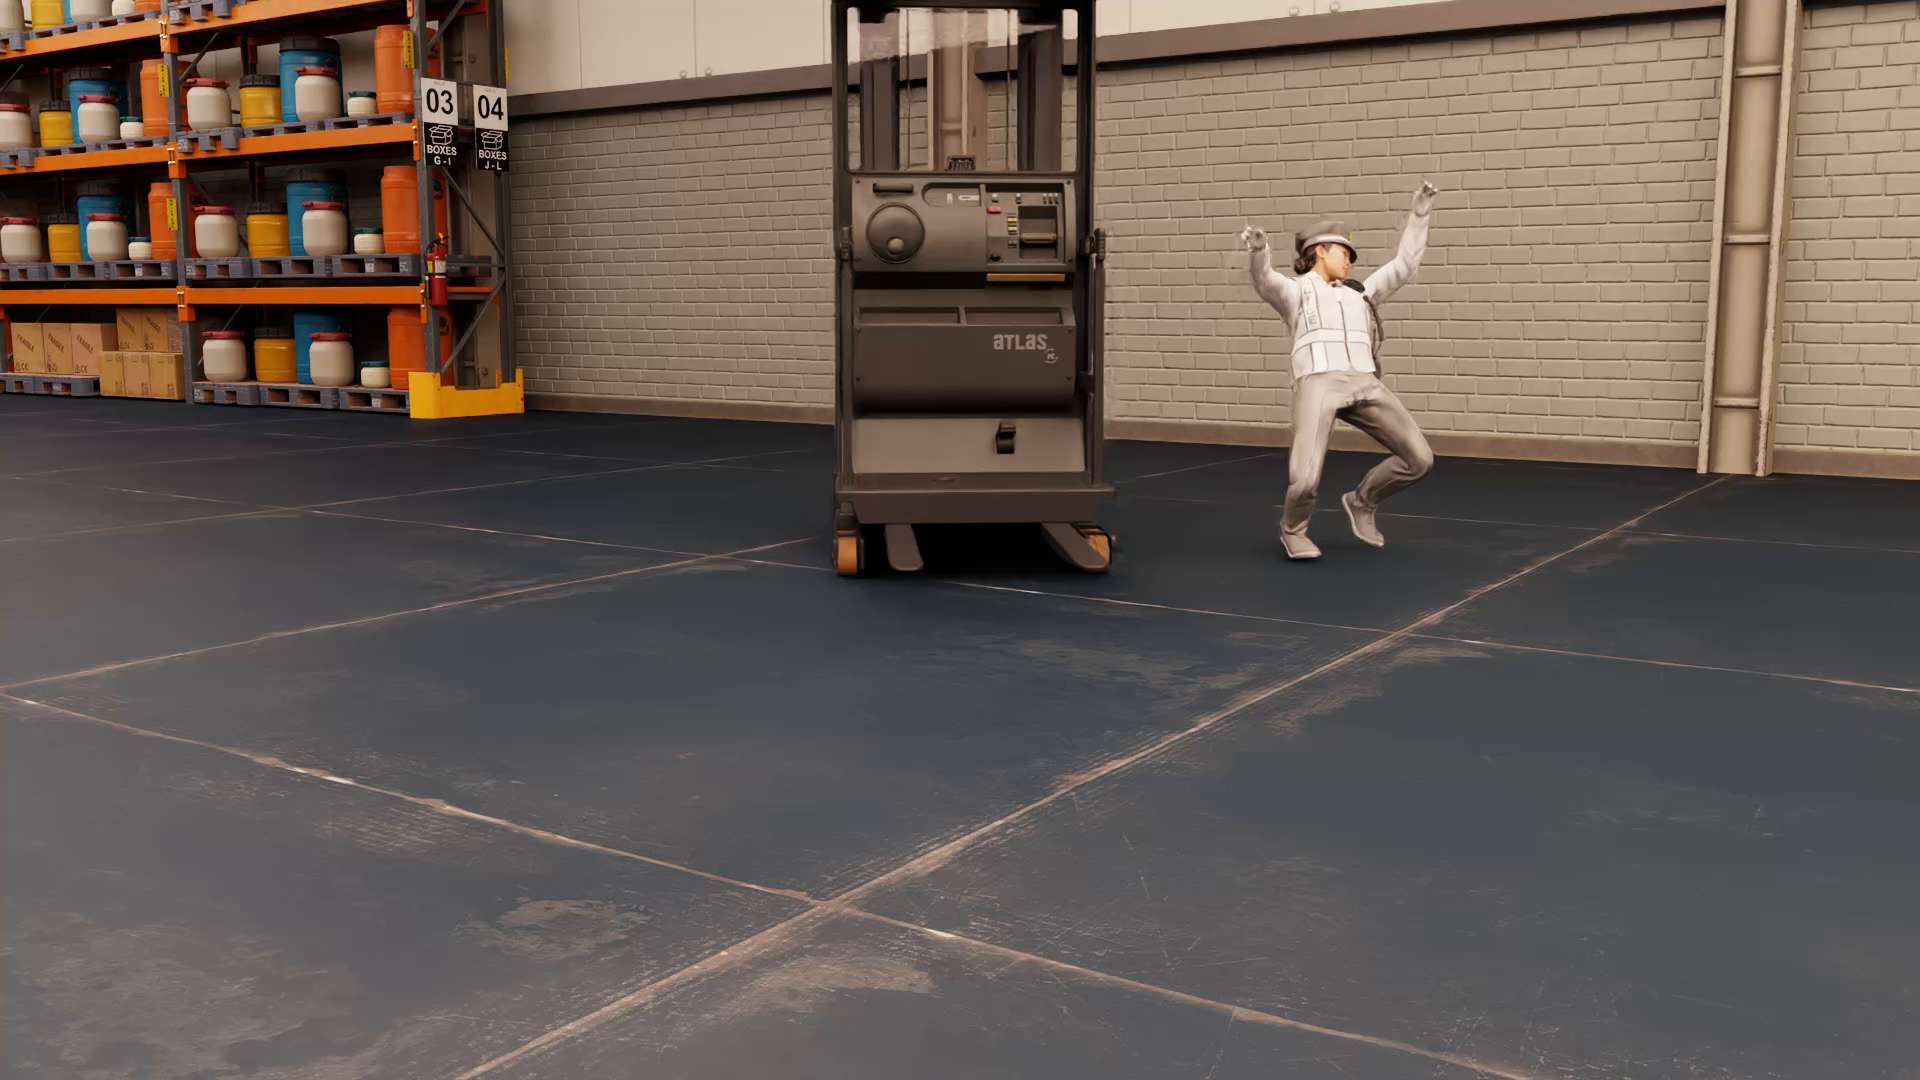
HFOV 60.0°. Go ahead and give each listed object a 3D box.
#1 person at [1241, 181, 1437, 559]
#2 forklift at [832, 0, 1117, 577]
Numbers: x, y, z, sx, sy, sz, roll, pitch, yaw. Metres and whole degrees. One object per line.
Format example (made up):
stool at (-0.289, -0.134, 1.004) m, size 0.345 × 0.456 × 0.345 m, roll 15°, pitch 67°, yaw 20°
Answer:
person at (1.436, -0.696, 6.943) m, size 0.946 × 1.549 × 0.683 m, roll -3°, pitch 9°, yaw -21°
forklift at (0.034, -1.351, 6.696) m, size 1.130 × 2.935 × 3.031 m, roll -1°, pitch 8°, yaw -4°
